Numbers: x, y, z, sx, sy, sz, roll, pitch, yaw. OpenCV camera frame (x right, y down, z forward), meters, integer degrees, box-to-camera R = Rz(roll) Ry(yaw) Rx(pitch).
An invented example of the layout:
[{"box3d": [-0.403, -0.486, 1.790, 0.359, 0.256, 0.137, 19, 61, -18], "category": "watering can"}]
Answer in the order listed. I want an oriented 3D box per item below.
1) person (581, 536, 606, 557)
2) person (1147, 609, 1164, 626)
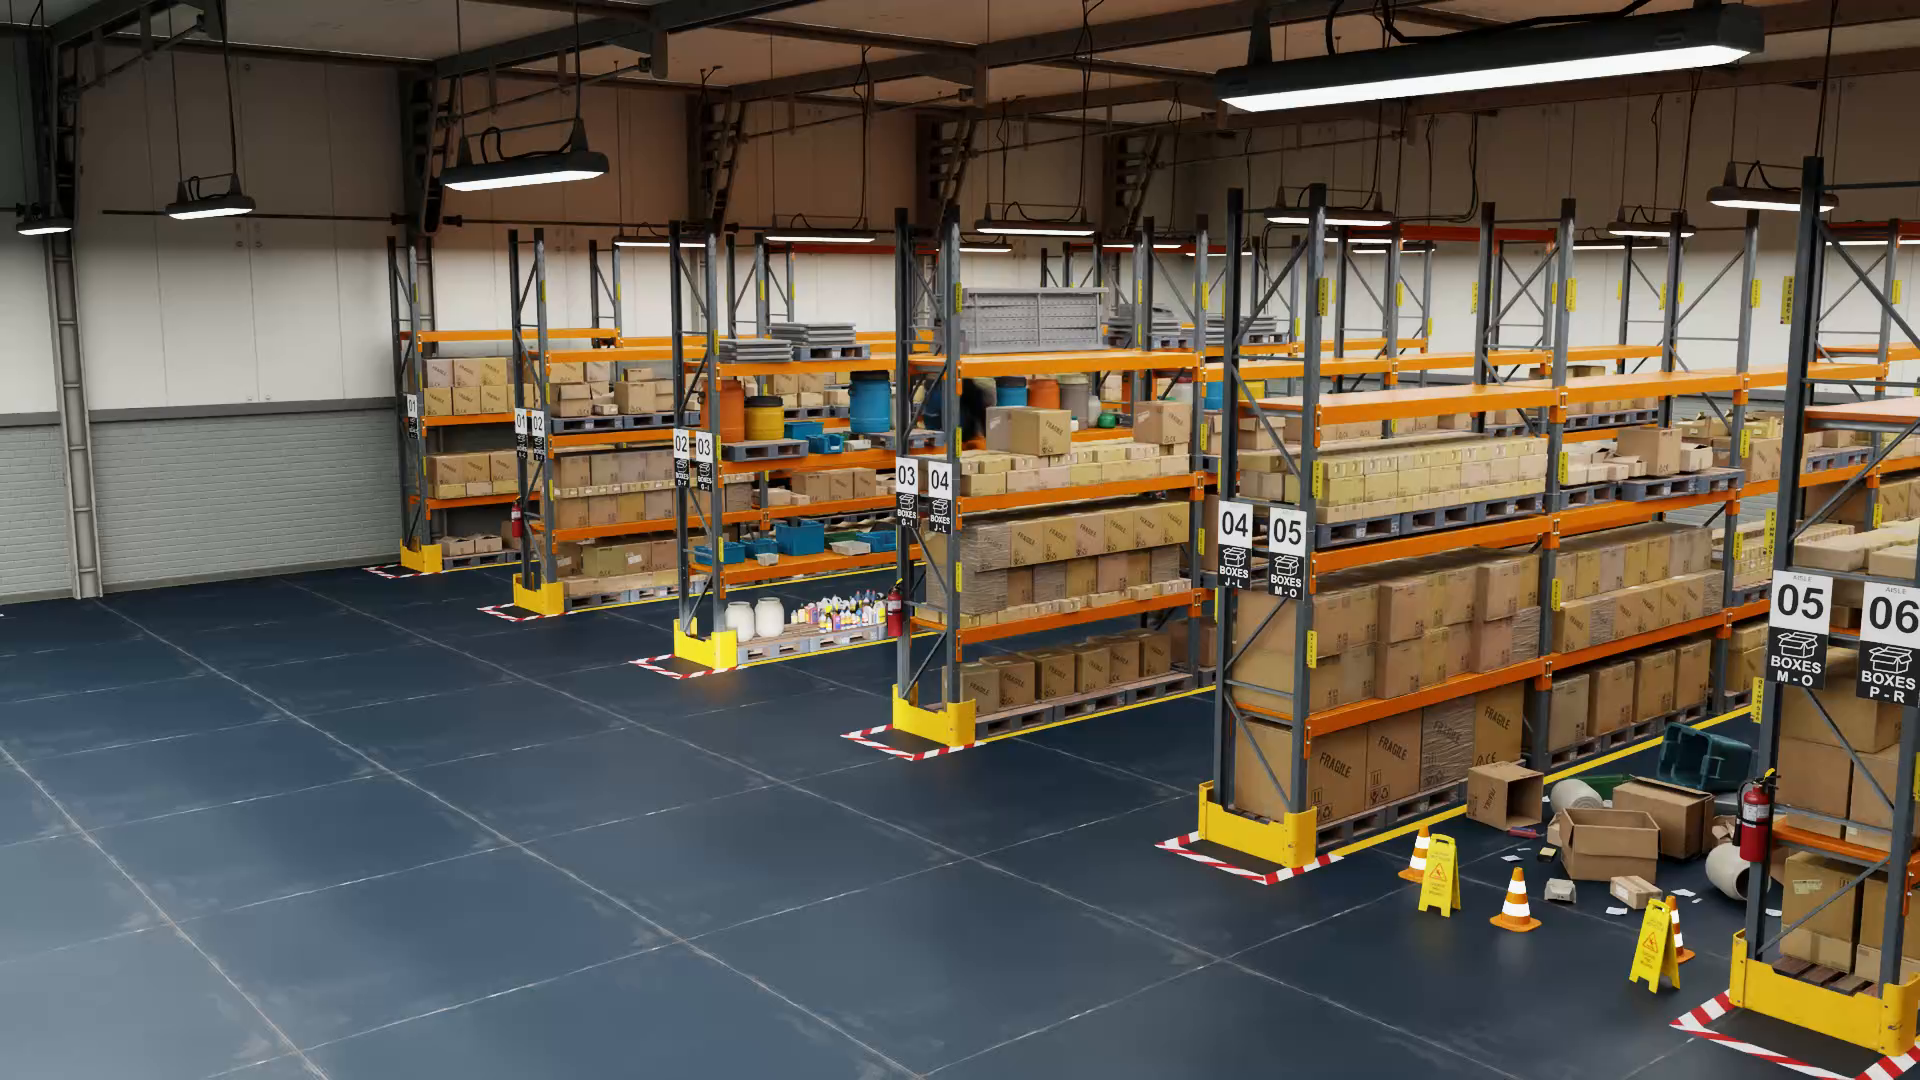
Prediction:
[{"box3d": [-6.338, -0.144, 28.957, 0.651, 1.740, 0.602, 9, 12, 44], "category": "person"}, {"box3d": [2.697, 0.378, 23.777, 0.644, 1.795, 0.717, -8, 12, -40], "category": "person"}]
